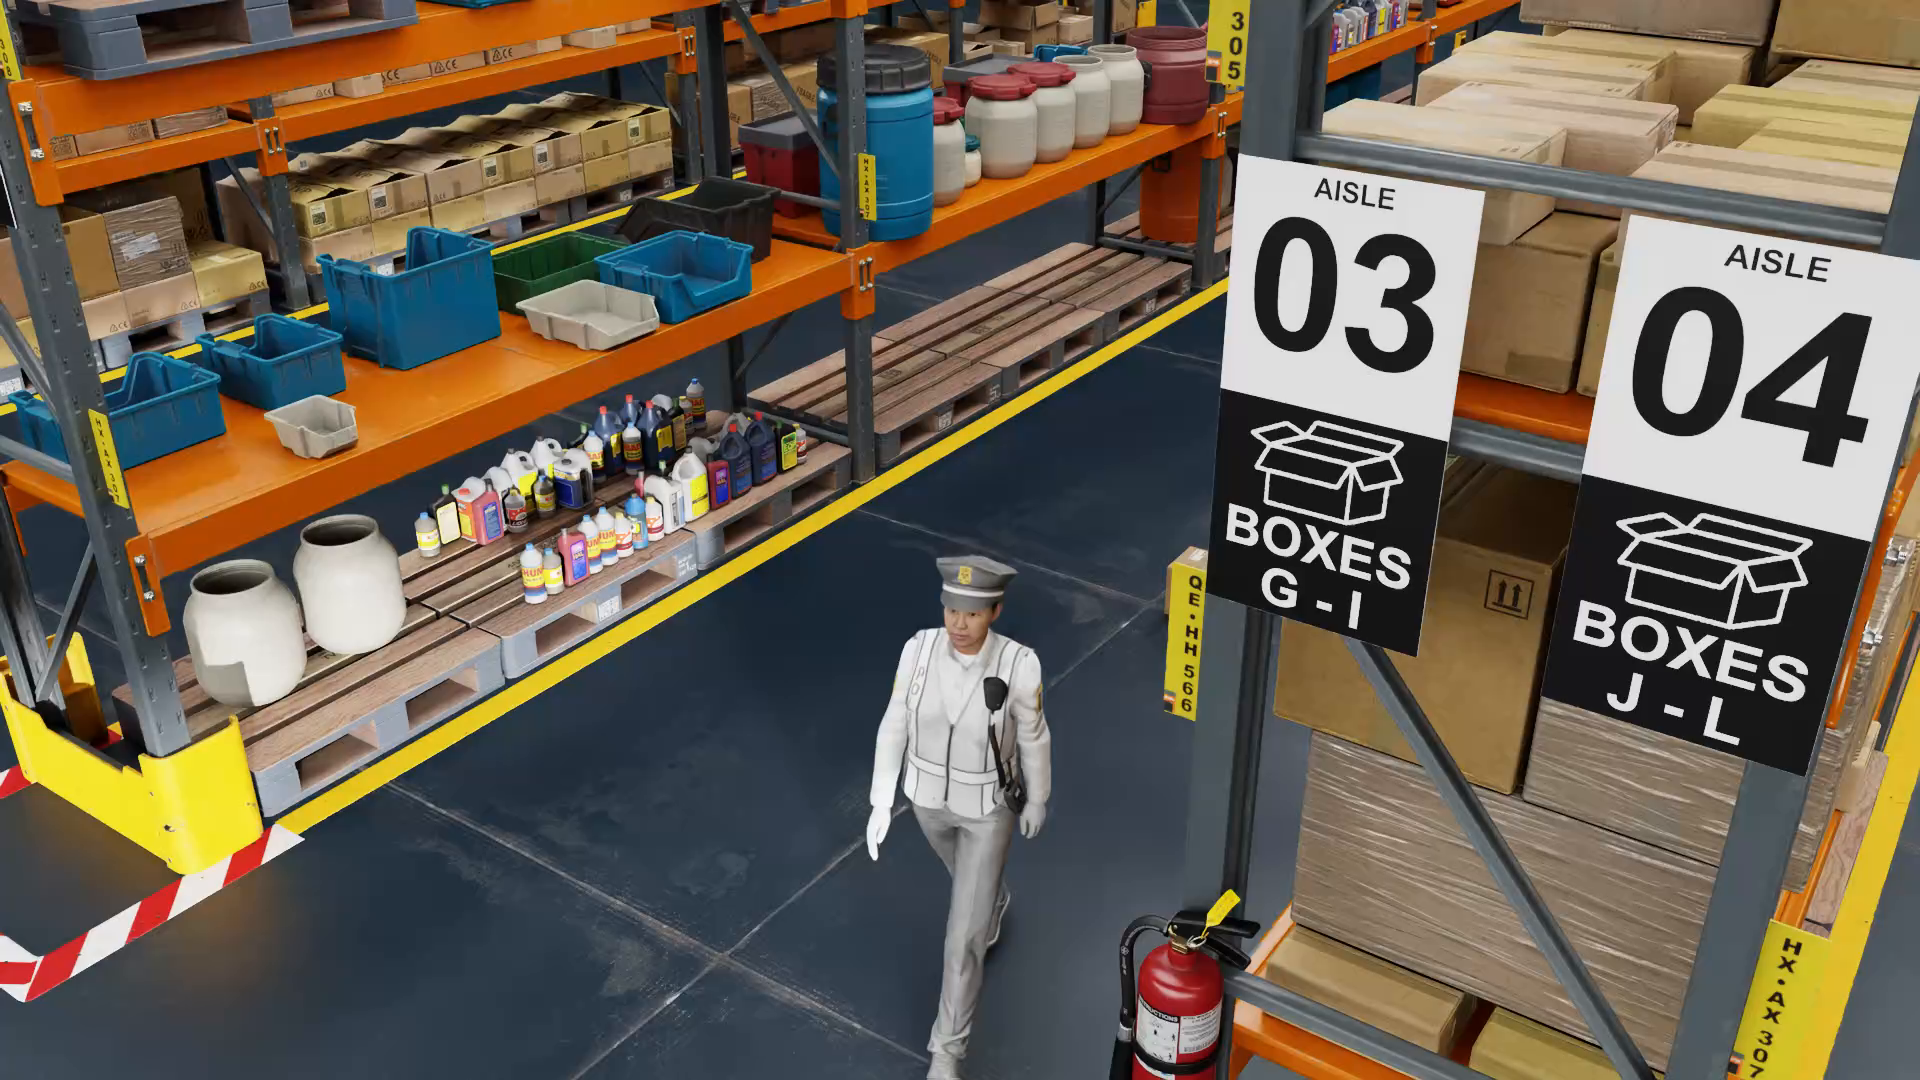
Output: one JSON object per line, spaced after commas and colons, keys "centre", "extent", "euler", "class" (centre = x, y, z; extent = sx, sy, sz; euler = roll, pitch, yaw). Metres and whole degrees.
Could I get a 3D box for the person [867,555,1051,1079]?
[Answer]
{"centre": [-0.015, 0.786, 5.042], "extent": [0.499, 1.633, 1.018], "euler": [11, 29, 20], "class": "person"}
